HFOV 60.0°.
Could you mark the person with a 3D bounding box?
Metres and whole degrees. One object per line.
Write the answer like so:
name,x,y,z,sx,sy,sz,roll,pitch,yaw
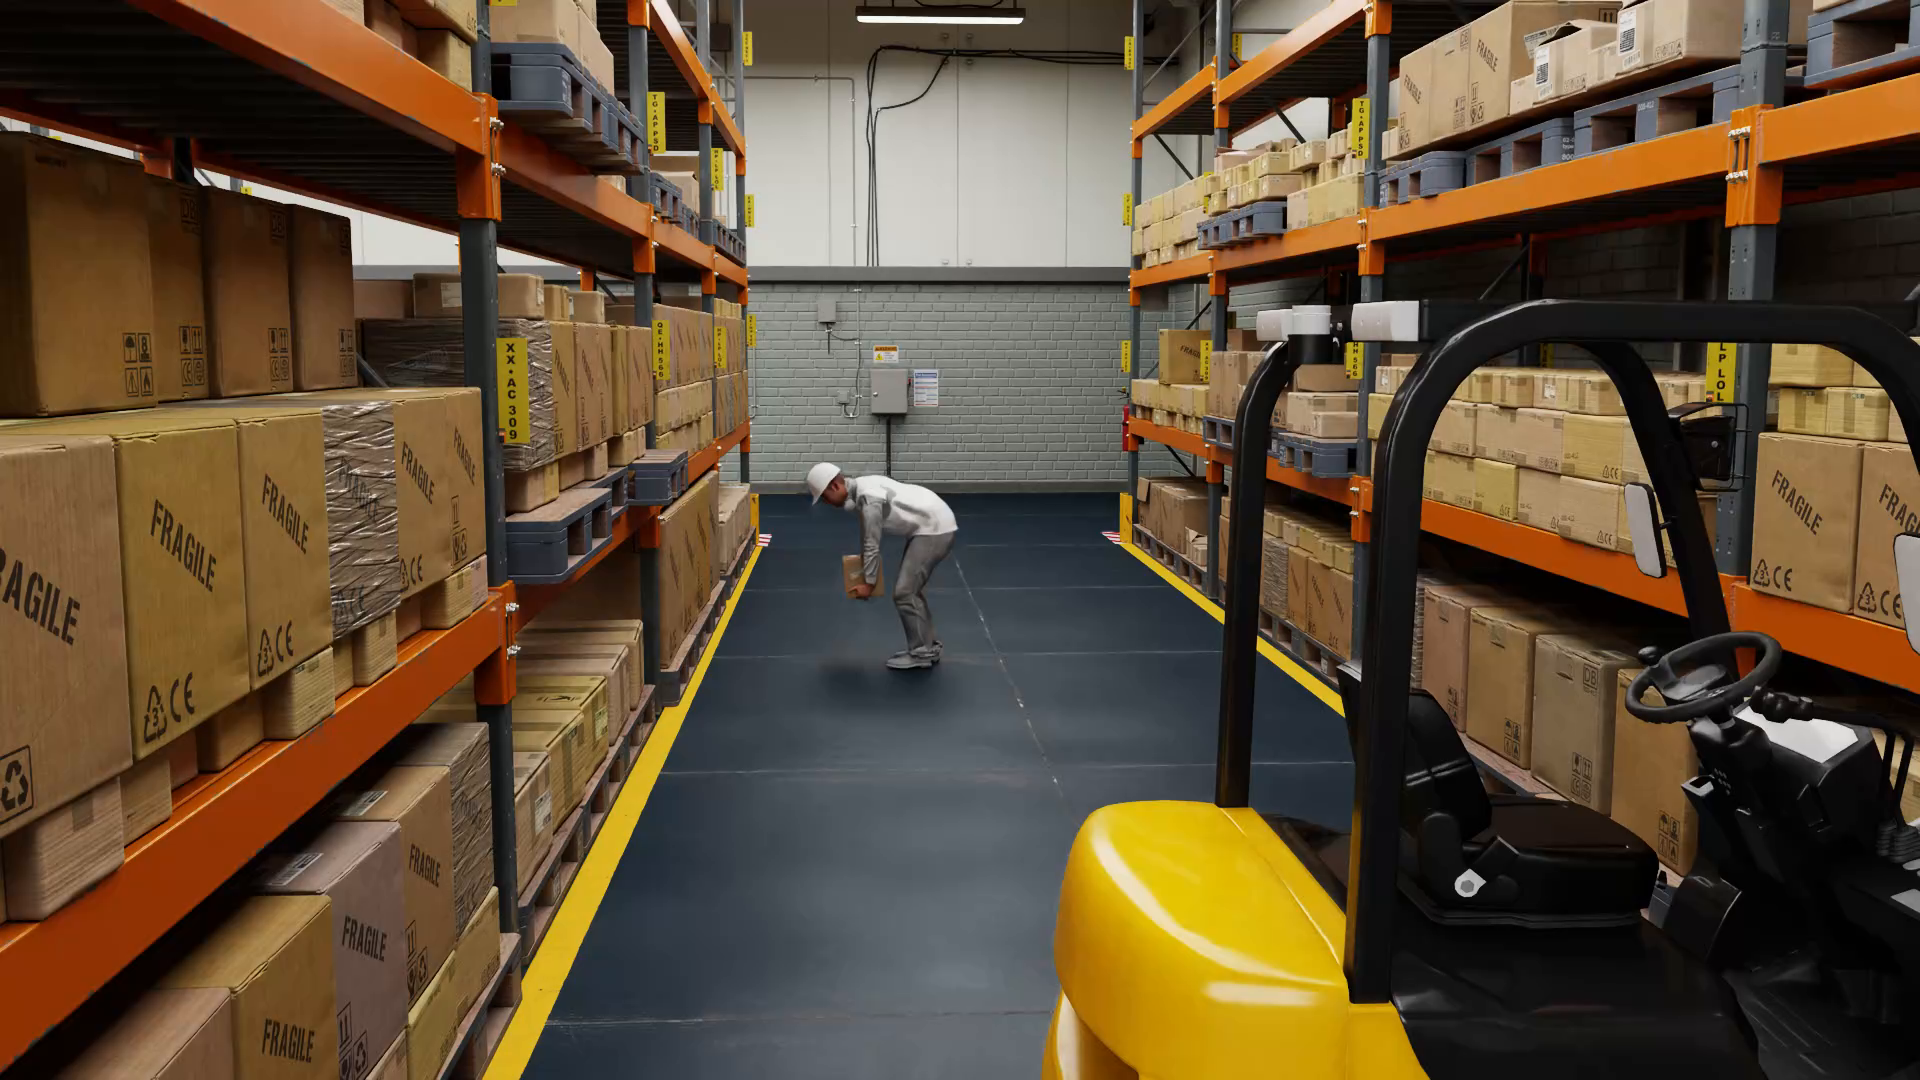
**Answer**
person,-0.499,0.160,10.713,0.959,1.321,0.462,-1,7,-5
